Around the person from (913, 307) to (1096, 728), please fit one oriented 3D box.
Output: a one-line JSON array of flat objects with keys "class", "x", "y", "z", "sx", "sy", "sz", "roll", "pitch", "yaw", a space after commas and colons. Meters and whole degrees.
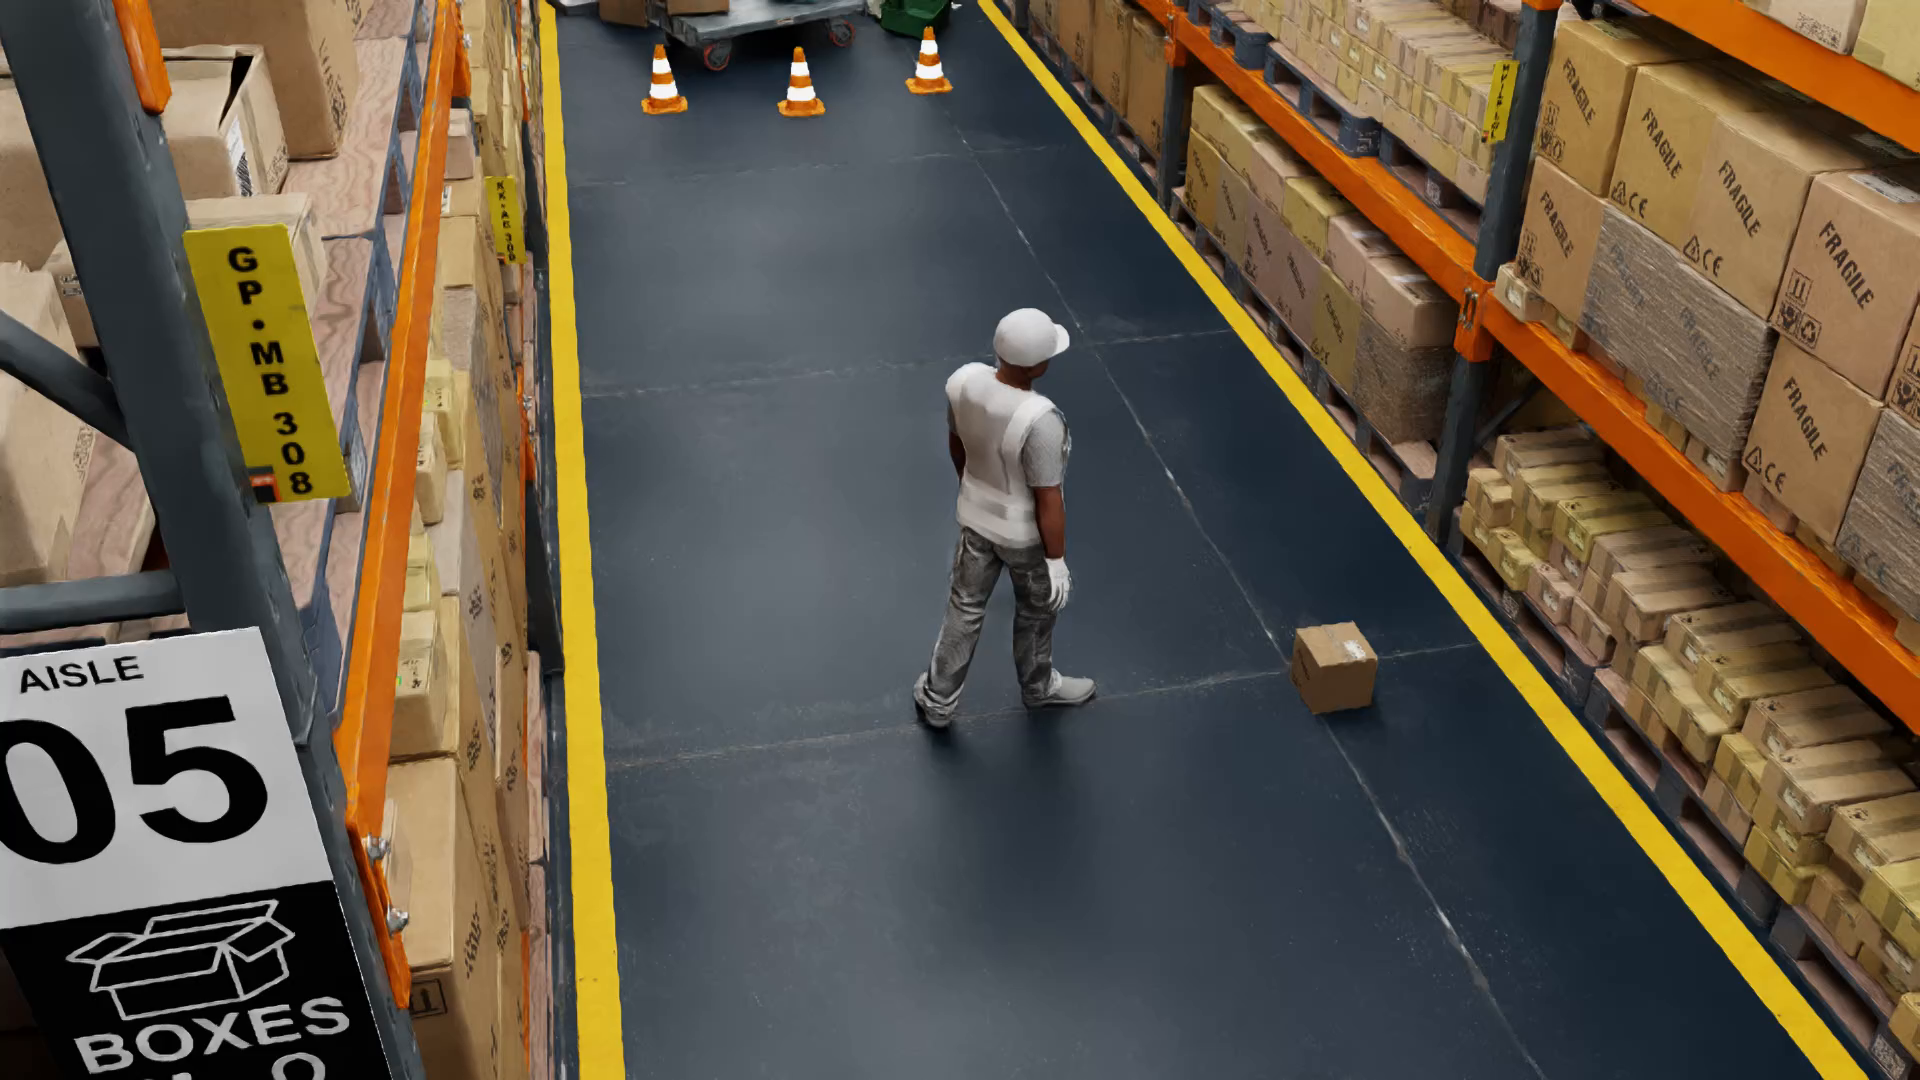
[{"class": "person", "x": 0.199, "y": -0.051, "z": 6.198, "sx": 0.706, "sy": 1.781, "sz": 0.659, "roll": 28, "pitch": 43, "yaw": 35}]
